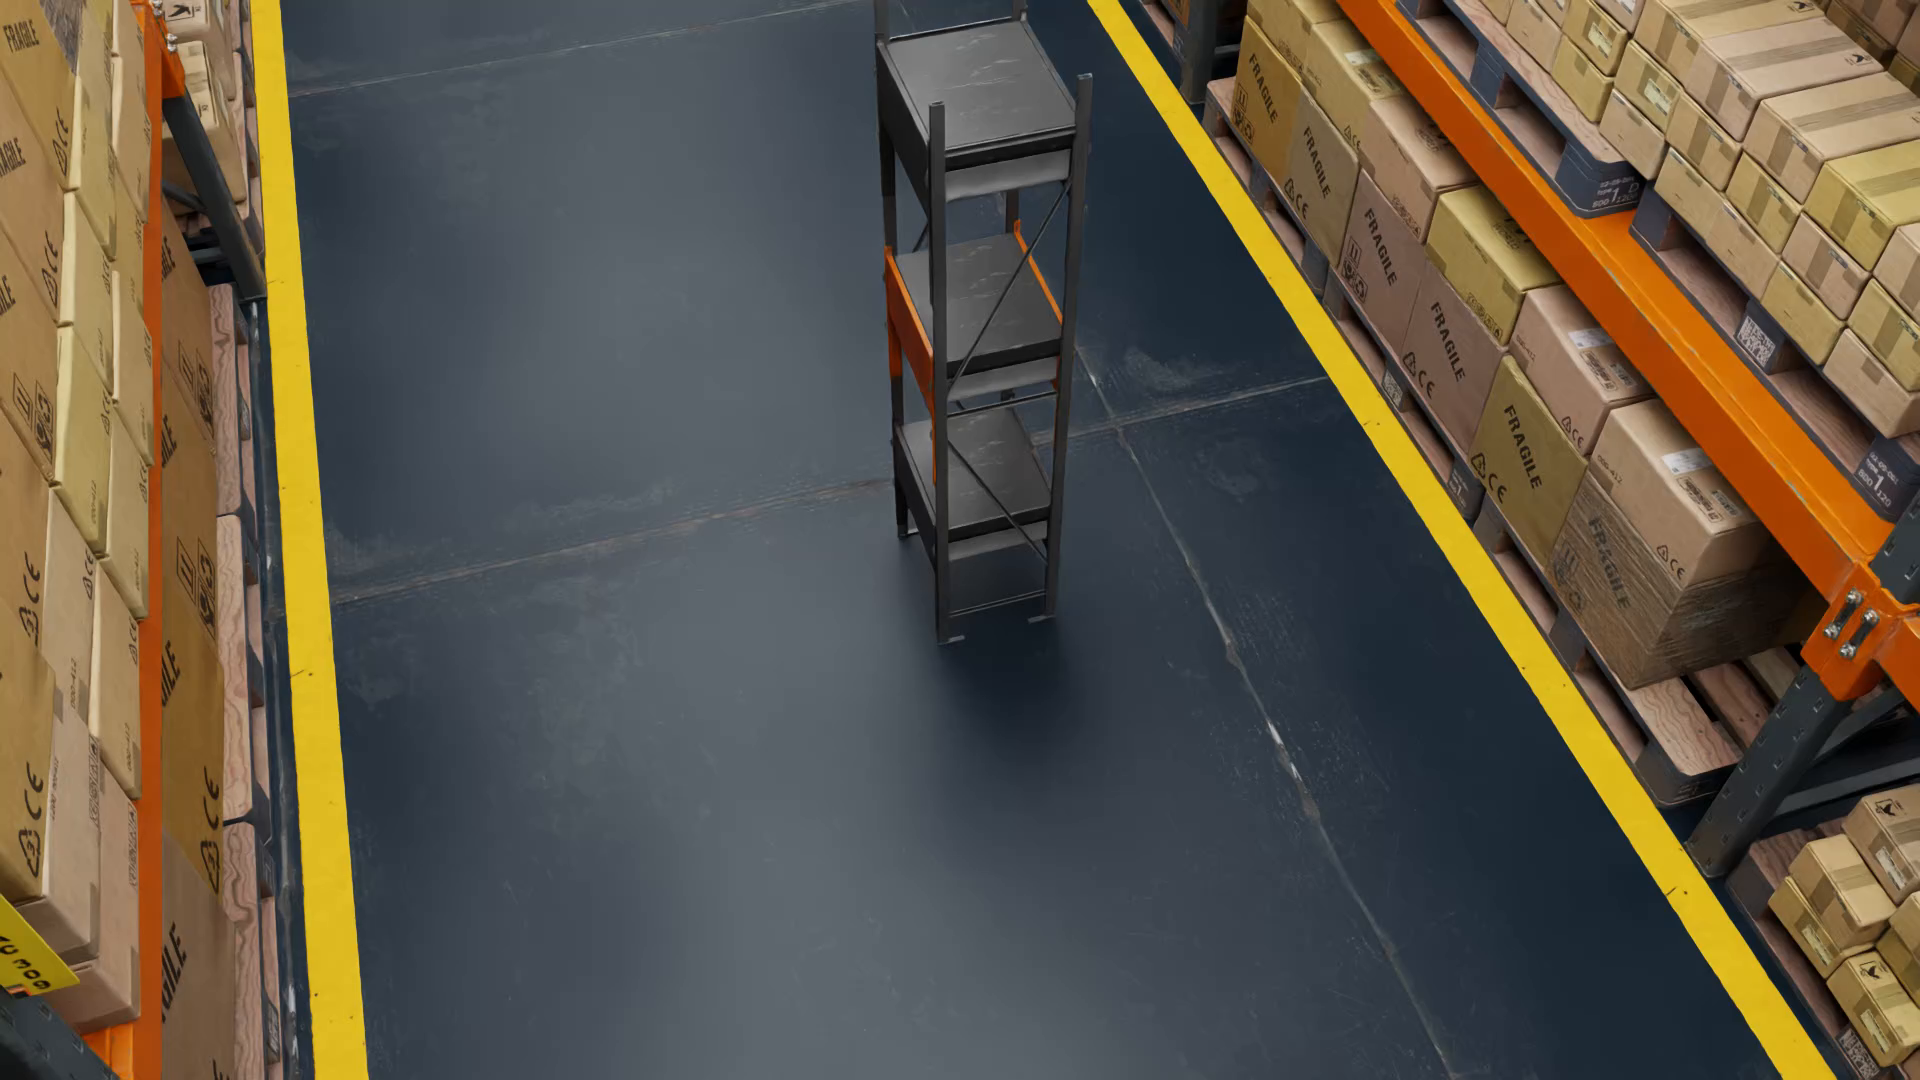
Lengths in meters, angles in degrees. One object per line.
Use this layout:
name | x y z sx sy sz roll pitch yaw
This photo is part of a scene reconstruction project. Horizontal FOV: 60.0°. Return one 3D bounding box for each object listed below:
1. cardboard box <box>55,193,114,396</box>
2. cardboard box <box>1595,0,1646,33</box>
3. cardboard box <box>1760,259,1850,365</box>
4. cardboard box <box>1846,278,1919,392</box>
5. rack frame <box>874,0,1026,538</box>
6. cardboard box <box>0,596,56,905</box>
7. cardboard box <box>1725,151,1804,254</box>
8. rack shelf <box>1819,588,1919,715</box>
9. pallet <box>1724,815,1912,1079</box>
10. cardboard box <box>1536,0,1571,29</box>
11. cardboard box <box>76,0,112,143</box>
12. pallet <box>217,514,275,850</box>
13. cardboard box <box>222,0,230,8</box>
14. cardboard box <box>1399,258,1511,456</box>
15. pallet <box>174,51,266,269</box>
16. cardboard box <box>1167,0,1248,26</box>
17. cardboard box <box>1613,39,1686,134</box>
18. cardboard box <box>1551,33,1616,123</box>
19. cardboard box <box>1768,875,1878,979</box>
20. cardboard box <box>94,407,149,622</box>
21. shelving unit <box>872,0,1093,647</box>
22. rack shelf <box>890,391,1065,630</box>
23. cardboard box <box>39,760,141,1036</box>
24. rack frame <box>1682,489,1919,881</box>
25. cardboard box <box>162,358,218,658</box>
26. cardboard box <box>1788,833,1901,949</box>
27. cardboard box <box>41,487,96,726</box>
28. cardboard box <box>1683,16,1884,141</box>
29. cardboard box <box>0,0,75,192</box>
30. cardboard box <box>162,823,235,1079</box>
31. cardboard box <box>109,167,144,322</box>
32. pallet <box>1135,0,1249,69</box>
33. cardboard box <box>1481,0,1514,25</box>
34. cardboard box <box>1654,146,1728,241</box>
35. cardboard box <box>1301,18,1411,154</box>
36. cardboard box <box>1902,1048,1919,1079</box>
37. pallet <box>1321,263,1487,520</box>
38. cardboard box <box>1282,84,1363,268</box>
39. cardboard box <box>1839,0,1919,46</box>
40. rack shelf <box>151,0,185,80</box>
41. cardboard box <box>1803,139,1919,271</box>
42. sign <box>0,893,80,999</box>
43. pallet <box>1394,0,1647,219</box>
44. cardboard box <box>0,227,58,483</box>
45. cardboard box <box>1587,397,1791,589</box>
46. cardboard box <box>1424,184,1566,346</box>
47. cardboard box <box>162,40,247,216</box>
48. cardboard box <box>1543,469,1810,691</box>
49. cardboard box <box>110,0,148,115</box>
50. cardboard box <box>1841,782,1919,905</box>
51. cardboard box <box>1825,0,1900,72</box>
cardboard box | -2.356 -0.544 4.018 0.500 0.250 0.500 -15 51 -12
cardboard box | 1.970 -1.568 4.611 0.380 0.149 0.250 -15 52 -13
cardboard box | 2.275 -0.610 4.192 0.380 0.149 0.250 -13 51 -11
cardboard box | 2.353 -0.517 3.919 0.380 0.149 0.250 -12 51 -10
rack frame | -0.023 -0.734 4.996 0.400 2.100 0.015 -13 51 -11
cardboard box | -1.895 0.331 2.790 0.500 0.500 0.500 -13 51 -11
cardboard box | 2.203 -0.891 4.235 0.380 0.149 0.250 -11 51 -9
rack shelf | 3.251 1.572 2.934 1.077 0.370 4.000 -13 51 -11
pallet | 2.892 1.260 4.549 1.003 0.211 1.213 -13 51 -11
cardboard box | 1.893 -1.658 4.881 0.380 0.149 0.250 -12 51 -10
cardboard box | -2.681 -1.292 4.649 0.500 0.250 0.500 -14 51 -12
pallet | -2.704 0.532 5.164 1.003 0.211 1.213 -13 51 -11
cardboard box | -3.825 -2.645 7.462 0.950 0.372 0.625 -12 51 -10
cardboard box | 1.901 -0.685 5.726 0.500 0.500 0.500 -14 51 -12
pallet | -3.452 -1.522 6.895 1.003 0.211 1.213 -13 51 -11
cardboard box | 1.382 -2.918 7.445 1.050 0.750 0.750 -14 51 -11
cardboard box | 2.043 -1.280 4.563 0.380 0.149 0.250 -16 52 -13
cardboard box | 1.965 -1.371 4.834 0.380 0.149 0.250 -11 51 -9
cardboard box | 2.460 1.001 4.534 0.380 0.149 0.250 -15 52 -13
cardboard box | -2.208 -0.016 3.900 0.500 0.250 0.500 -14 51 -11
shelving unit | 0.049 -0.556 4.845 0.431 2.100 0.503 -13 51 -11
rack shelf | 0.049 -0.096 5.391 0.431 0.518 0.480 -13 51 -11
cardboard box | -1.917 0.739 3.263 0.500 0.250 0.500 -14 51 -12
rack frame | 2.659 -0.121 3.890 1.000 3.000 0.127 -13 51 -11
cardboard box | -2.838 -0.124 5.008 0.875 0.875 0.875 -13 51 -11
cardboard box | 2.461 0.904 4.422 0.380 0.149 0.250 -11 51 -9
cardboard box | -2.081 0.200 3.391 0.500 0.250 0.500 -13 51 -10
cardboard box | 2.122 -1.193 4.294 0.380 0.149 0.250 -13 51 -11
cardboard box | -2.519 -1.148 4.037 0.500 0.500 0.500 -13 51 -11
cardboard box | -2.299 1.187 3.903 0.875 0.875 0.875 -12 51 -10
cardboard box | -2.525 -0.750 4.518 0.500 0.250 0.500 -14 51 -11
pallet | 1.315 -2.737 7.919 1.003 0.211 1.213 -13 51 -11
cardboard box | 1.810 -1.757 5.159 0.380 0.149 0.250 -13 51 -10
cardboard box | 2.130 -0.976 4.500 0.380 0.149 0.250 -16 52 -13
cardboard box | 1.599 -1.685 6.079 0.500 0.250 0.500 -14 51 -11
cardboard box | 2.662 1.365 4.227 0.380 0.149 0.250 -14 51 -11
pallet | 2.063 -0.683 6.188 1.003 0.211 1.213 -13 51 -11
cardboard box | 1.594 -1.431 6.355 0.500 0.500 0.500 -13 51 -11
cardboard box | 2.673 -1.519 4.569 0.380 0.149 0.250 -14 51 -11
rack shelf | -3.814 -3.078 6.854 1.077 0.370 4.000 -13 51 -11
cardboard box | 2.274 -0.812 3.973 0.380 0.149 0.250 -15 51 -12
sign | -1.510 0.641 2.630 0.100 0.325 0.005 -13 51 -11
pallet | 2.101 -1.544 5.215 1.003 0.211 1.213 -13 51 -11
cardboard box | -2.218 -0.401 3.407 0.500 0.500 0.500 -14 51 -12
cardboard box | 2.198 -0.179 4.809 0.500 0.250 0.500 -15 51 -12
cardboard box | 1.888 -0.941 5.451 0.500 0.250 0.500 -15 52 -13
cardboard box | -3.380 -1.553 6.541 0.950 0.372 0.625 -16 52 -13
cardboard box | 2.200 0.066 5.093 0.500 0.500 0.500 -14 51 -12
cardboard box | -2.825 -1.490 5.143 0.500 0.250 0.500 -15 51 -12
cardboard box | 2.563 0.769 4.340 0.380 0.149 0.250 -11 51 -9
cardboard box | 2.668 -1.427 4.686 0.380 0.149 0.250 -11 51 -10
